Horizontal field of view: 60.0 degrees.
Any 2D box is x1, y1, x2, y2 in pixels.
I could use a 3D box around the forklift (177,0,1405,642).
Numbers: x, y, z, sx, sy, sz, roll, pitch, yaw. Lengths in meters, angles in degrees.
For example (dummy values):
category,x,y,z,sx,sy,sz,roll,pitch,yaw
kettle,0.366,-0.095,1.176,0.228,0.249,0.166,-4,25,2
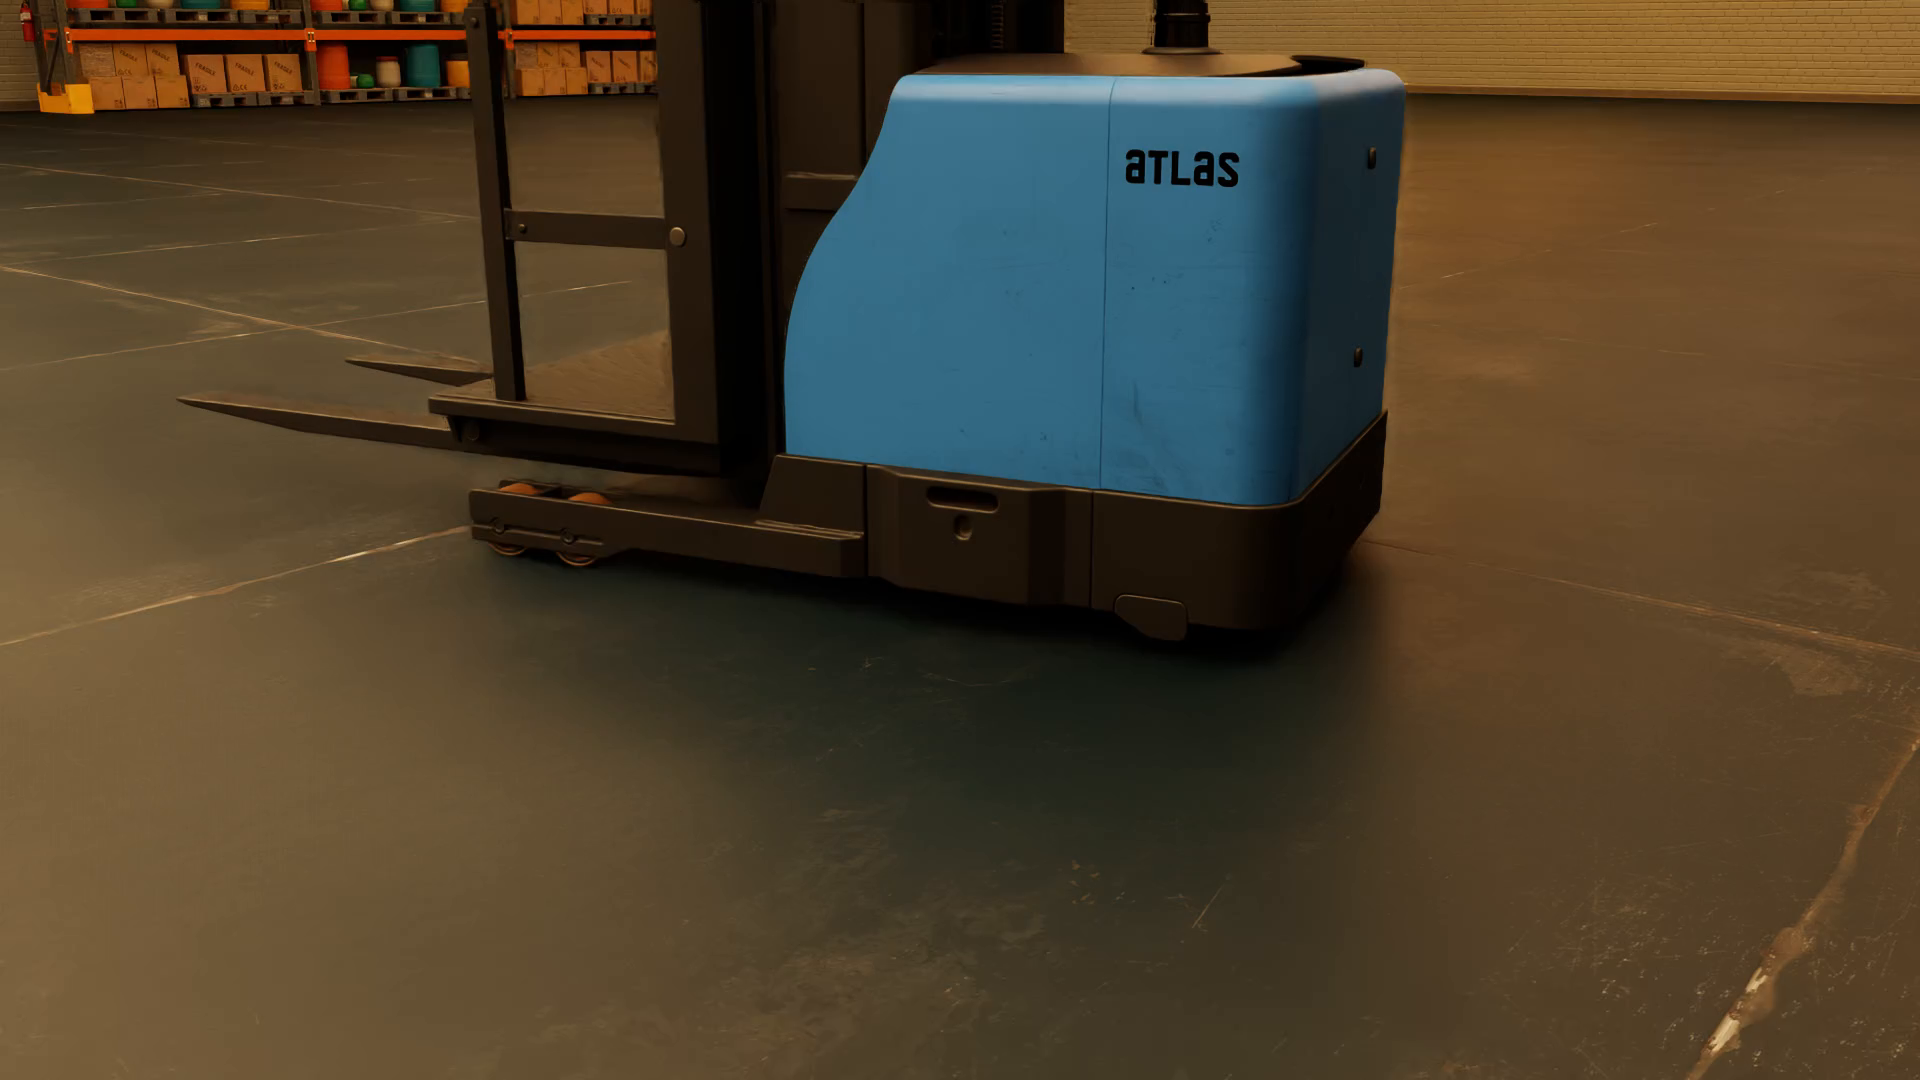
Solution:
category,x,y,z,sx,sy,sz,roll,pitch,yaw
forklift,-0.565,-1.473,3.747,3.031,2.935,1.130,7,18,23
